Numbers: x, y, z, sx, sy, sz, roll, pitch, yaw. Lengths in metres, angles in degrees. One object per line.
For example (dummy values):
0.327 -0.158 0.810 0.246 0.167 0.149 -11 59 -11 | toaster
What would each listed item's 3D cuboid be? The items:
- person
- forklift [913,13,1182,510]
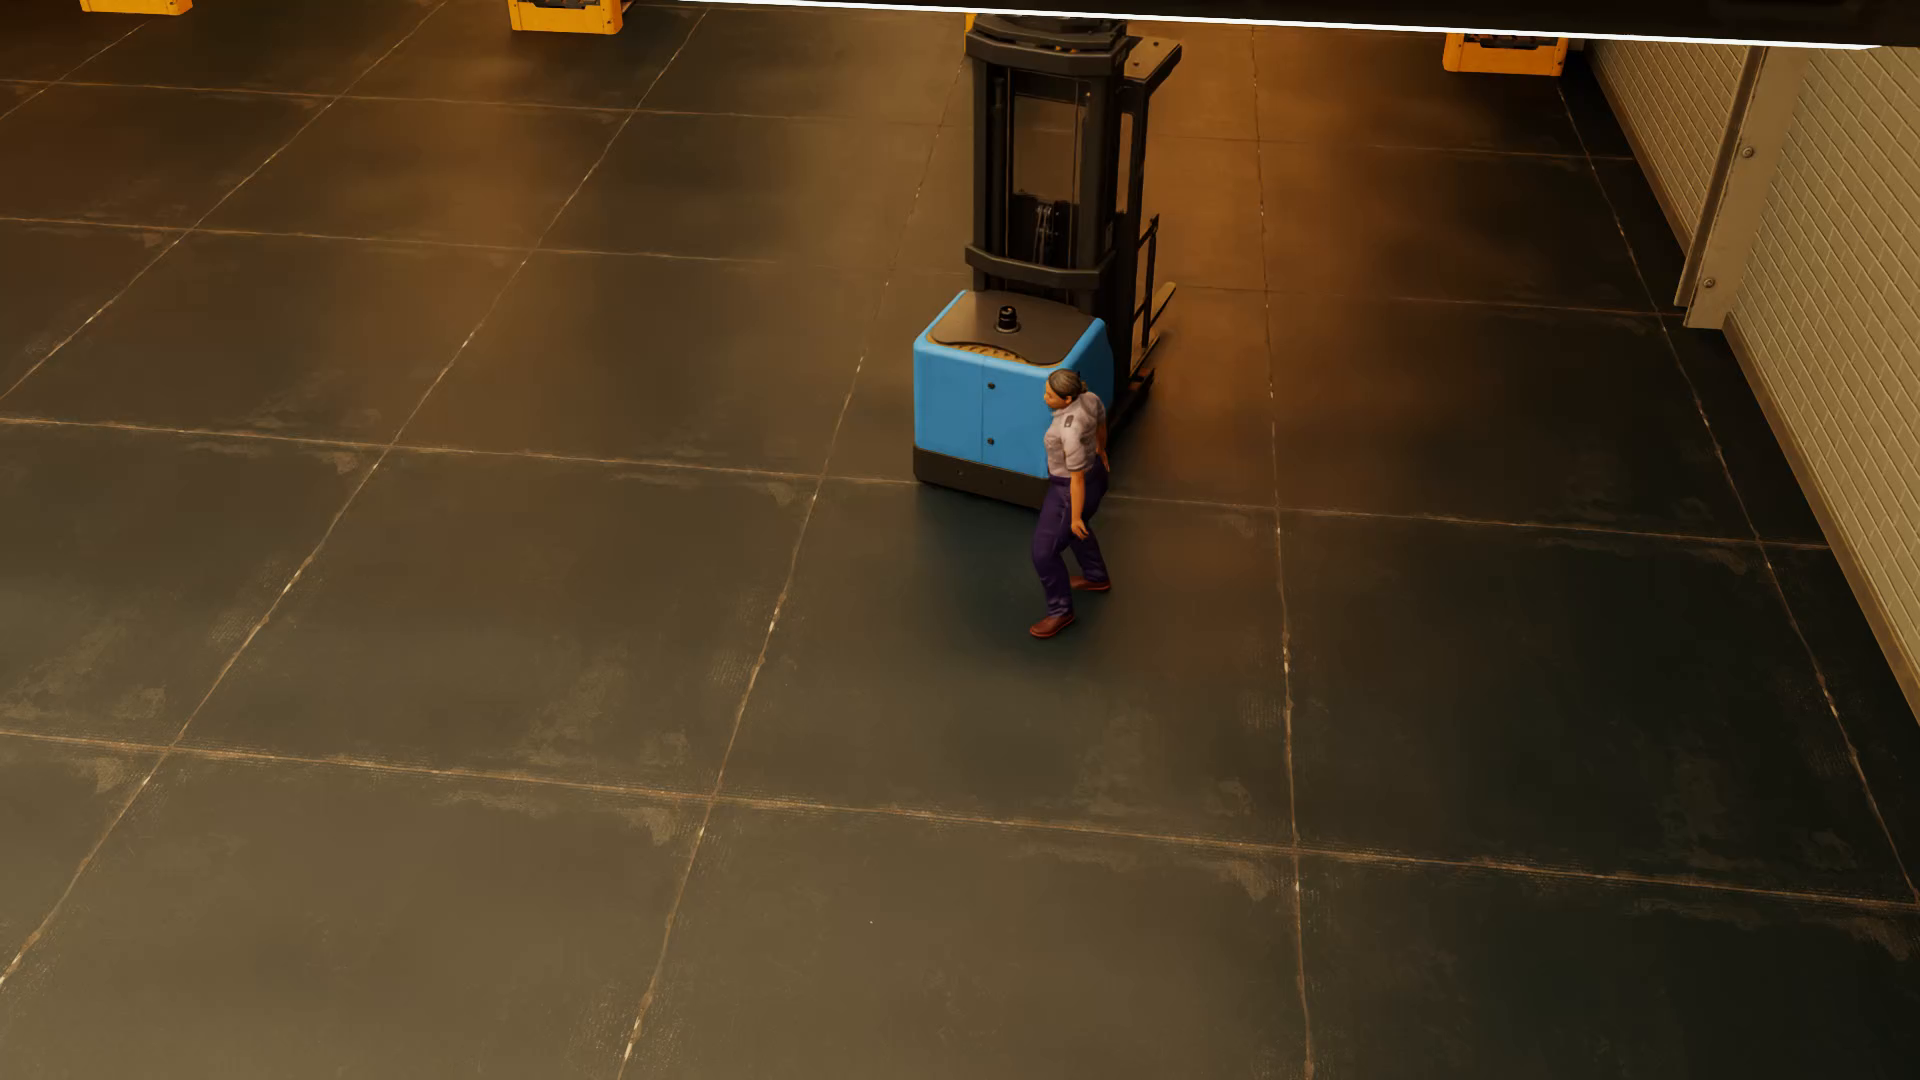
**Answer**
0.668 -0.275 9.541 0.401 1.625 0.830 11 38 14 | person
0.748 -2.236 11.062 1.130 2.935 3.031 15 39 19 | forklift
